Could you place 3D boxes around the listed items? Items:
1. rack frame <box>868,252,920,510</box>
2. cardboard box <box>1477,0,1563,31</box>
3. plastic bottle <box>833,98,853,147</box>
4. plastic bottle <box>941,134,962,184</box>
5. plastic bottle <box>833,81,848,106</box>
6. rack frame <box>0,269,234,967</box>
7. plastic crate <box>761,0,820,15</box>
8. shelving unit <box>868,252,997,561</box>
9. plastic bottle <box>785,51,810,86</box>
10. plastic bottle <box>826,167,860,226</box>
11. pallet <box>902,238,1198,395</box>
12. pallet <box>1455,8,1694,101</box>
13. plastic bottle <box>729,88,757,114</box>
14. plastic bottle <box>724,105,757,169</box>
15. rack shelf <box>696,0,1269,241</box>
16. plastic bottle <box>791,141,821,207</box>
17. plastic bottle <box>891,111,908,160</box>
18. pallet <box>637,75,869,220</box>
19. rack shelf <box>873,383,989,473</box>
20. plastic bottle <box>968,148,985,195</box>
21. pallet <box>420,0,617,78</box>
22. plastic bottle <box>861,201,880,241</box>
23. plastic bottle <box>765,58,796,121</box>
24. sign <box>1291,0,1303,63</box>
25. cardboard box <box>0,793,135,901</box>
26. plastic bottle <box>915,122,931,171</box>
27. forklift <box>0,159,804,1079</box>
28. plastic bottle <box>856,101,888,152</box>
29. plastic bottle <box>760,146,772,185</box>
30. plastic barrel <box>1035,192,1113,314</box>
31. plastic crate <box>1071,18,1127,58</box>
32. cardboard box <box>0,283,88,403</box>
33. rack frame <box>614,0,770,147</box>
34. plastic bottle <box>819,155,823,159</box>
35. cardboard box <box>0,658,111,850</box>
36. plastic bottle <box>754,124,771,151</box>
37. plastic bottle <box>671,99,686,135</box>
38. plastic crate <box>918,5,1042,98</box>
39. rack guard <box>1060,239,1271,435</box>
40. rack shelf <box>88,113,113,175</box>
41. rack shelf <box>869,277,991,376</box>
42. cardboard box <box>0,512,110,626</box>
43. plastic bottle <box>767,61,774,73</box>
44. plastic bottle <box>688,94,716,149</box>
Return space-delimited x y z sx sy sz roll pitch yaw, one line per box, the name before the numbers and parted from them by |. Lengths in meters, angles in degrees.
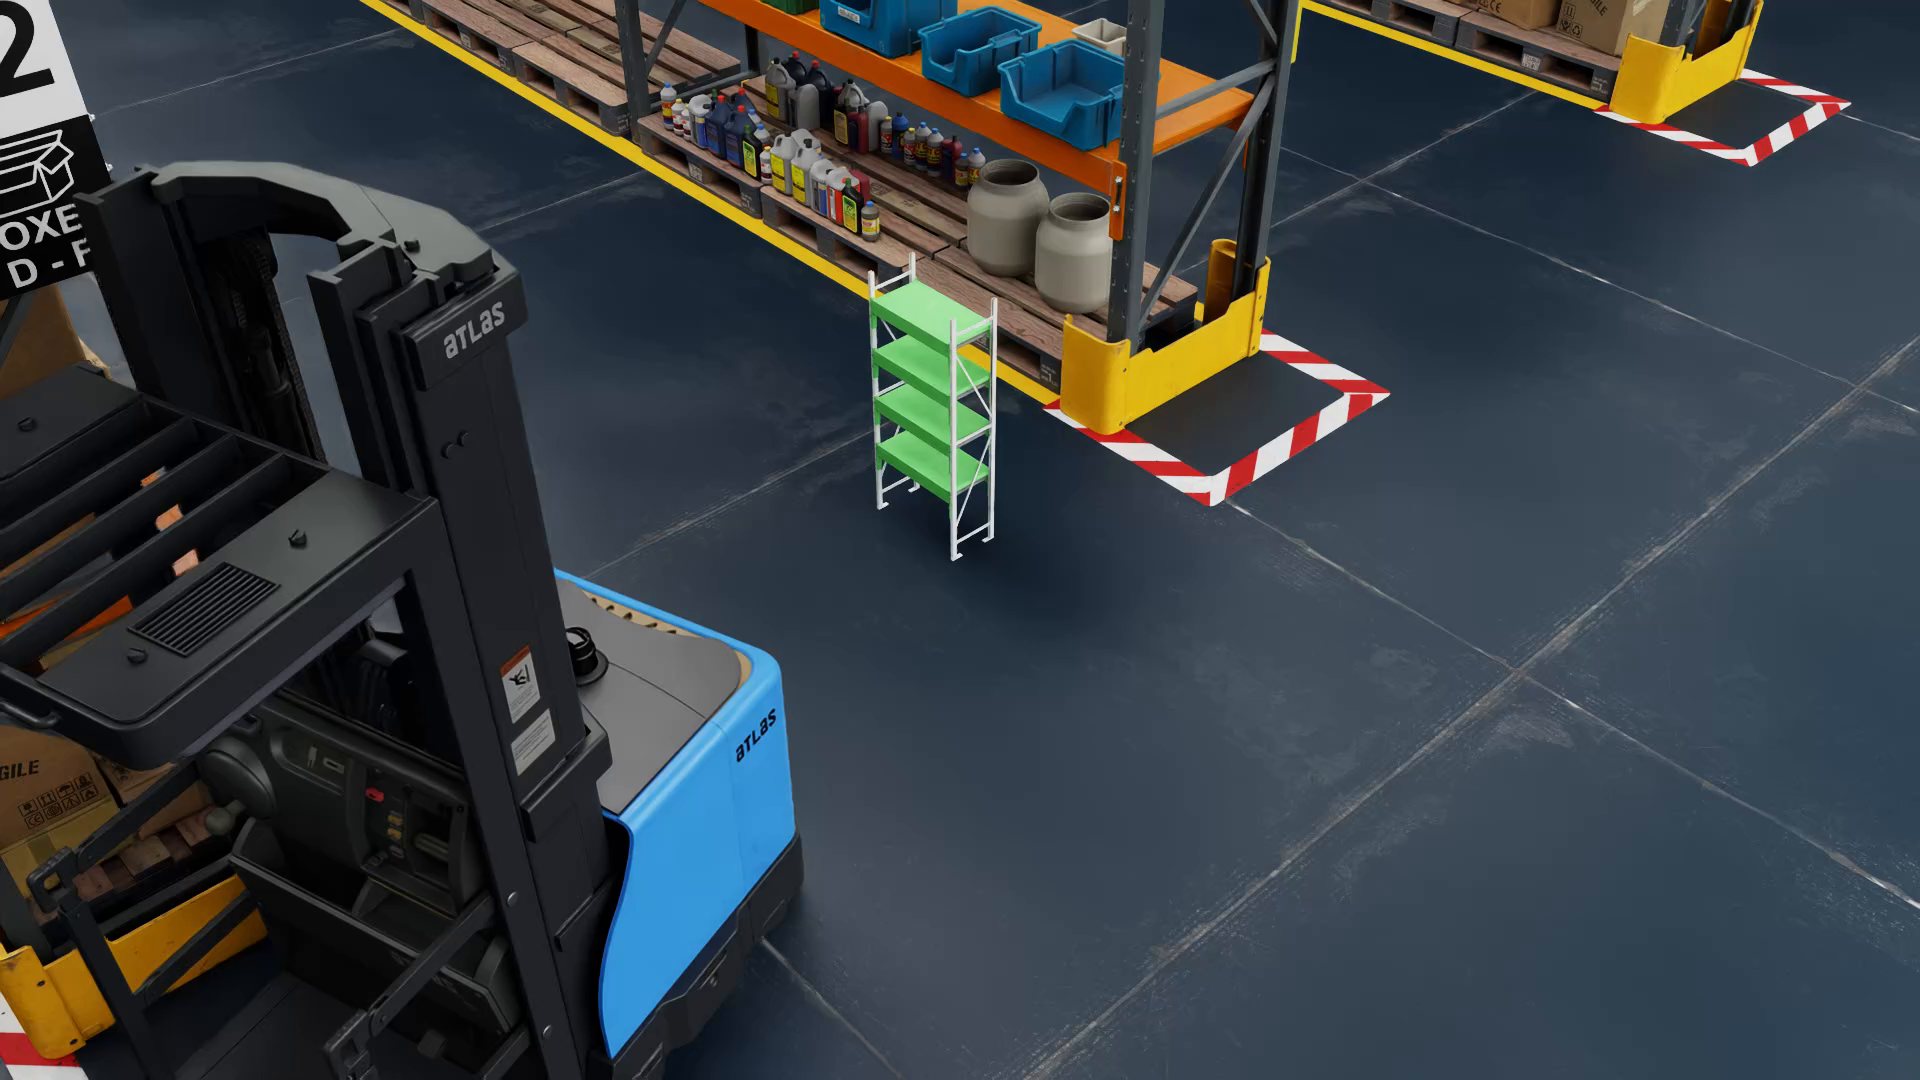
rack frame | -0.277 -0.656 7.108 0.240 1.200 0.015 -30 48 -32
cardboard box | 3.897 -3.813 11.239 0.500 0.500 0.500 -18 42 -21
plastic bottle | -0.679 -2.455 9.714 0.061 0.283 0.133 -30 48 -32
plastic bottle | -0.048 -2.157 9.345 0.061 0.283 0.133 -29 47 -31
plastic bottle | -0.699 -2.602 9.897 0.061 0.283 0.133 -27 46 -29
rack frame | -2.563 0.144 4.684 1.000 3.000 0.127 -30 48 -32
plastic crate | -0.907 -2.979 8.720 0.450 0.188 0.662 -30 48 -32
shelving unit | -0.112 -0.543 6.968 0.258 1.200 0.503 -30 48 -32
plastic bottle | -0.969 -2.775 10.057 0.144 0.351 0.185 -31 48 -33
plastic bottle | -0.627 -1.862 8.986 0.152 0.276 0.135 -30 47 -31
pallet | 0.456 -1.267 8.651 1.003 0.211 1.213 -30 48 -32
pallet | 4.161 -3.405 11.298 1.003 0.211 1.213 -30 48 -32
plastic bottle | -1.271 -2.462 9.669 0.144 0.351 0.185 -30 48 -32
plastic bottle | -1.249 -2.313 9.485 0.185 0.351 0.144 32 49 33
rack shelf | -0.265 -2.604 8.660 1.077 0.370 4.000 -30 48 -32
plastic bottle | -0.836 -2.031 9.135 0.144 0.351 0.185 -28 47 -30
plastic bottle | -0.345 -2.339 9.580 0.097 0.271 0.097 0 39 0
pallet | -1.194 -2.397 10.049 1.003 0.211 1.213 -30 48 -32
rack shelf | -0.112 -0.494 7.008 0.258 0.148 0.480 -30 48 -32
plastic bottle | 0.091 -2.040 9.210 0.097 0.271 0.097 0 39 0
pallet | -3.006 -3.637 11.585 1.003 0.211 1.213 -30 48 -32
plastic bottle | -0.477 -1.705 8.851 0.097 0.201 0.097 0 39 0
plastic bottle | -1.076 -2.714 9.981 0.144 0.351 0.185 -30 48 -32
sign | 1.496 -2.298 7.488 0.100 0.325 0.005 -30 48 -32
cardboard box | -3.143 0.928 5.568 0.500 0.250 0.500 -30 48 -32
plastic bottle | -0.208 -2.245 9.464 0.097 0.271 0.097 0 39 0
forklift | -1.686 0.719 4.027 1.130 2.935 3.031 19 43 22
plastic bottle | -0.514 -2.431 9.690 0.152 0.276 0.135 -29 47 -31
plastic bottle | -1.075 -2.114 9.357 0.097 0.201 0.097 0 39 0
plastic barrel | 0.587 -1.426 8.275 0.421 0.512 0.421 0 39 0
plastic crate | 0.720 -2.407 8.053 0.298 0.136 0.250 -30 48 -32
cardboard box | -2.905 -0.645 4.549 0.700 0.500 0.500 -30 48 -32
rack frame | -1.617 -3.810 9.580 1.000 3.000 0.127 -30 48 -32
plastic bottle | -0.777 -2.044 9.270 0.097 0.201 0.097 0 39 0
cardboard box | -3.145 0.637 5.331 0.500 0.500 0.500 -30 48 -32
plastic bottle | -1.122 -2.230 9.445 0.097 0.271 0.097 0 39 0
plastic bottle | -1.656 -2.512 9.850 0.097 0.201 0.097 0 39 0
plastic crate | 0.094 -2.308 7.839 0.499 0.251 0.408 -30 48 -32
rack guard | 1.002 -1.001 8.092 1.175 0.500 0.348 -30 48 -32
rack shelf | -3.916 -1.668 5.113 1.077 0.370 4.000 -30 48 -32
rack shelf | -0.112 -0.867 6.706 0.258 0.148 0.480 -30 48 -32
cardboard box | -2.869 -0.116 4.927 0.700 0.500 0.500 -30 48 -32
plastic bottle | -1.142 -2.857 10.277 0.097 0.201 0.097 0 39 0
plastic bottle | -1.486 -2.450 9.714 0.152 0.276 0.135 -28 47 -30
